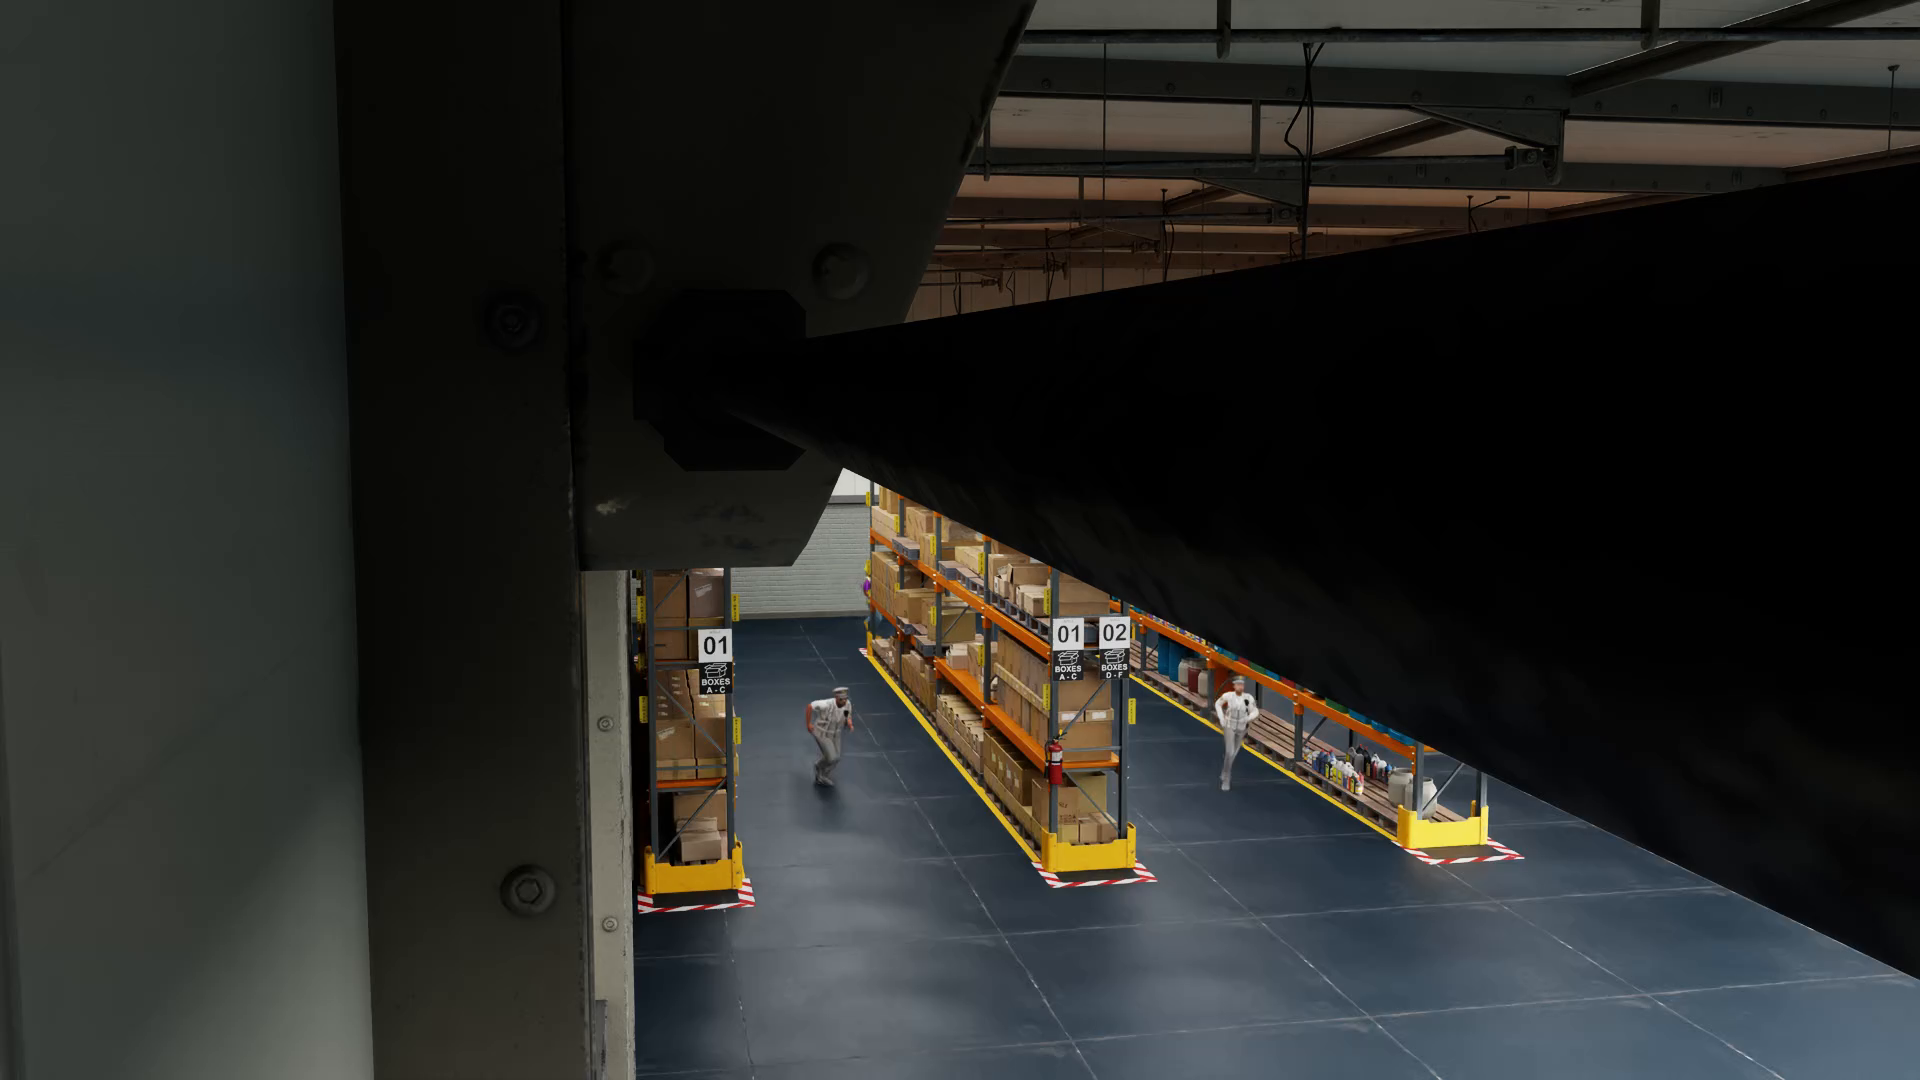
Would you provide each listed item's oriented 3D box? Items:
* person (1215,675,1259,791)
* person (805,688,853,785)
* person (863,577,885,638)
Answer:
[{"bbox_3d":[4.183,2.873,25.139,0.615,1.741,0.729,-1,6,-5],"label":"person"},{"bbox_3d":[-1.954,2.955,24.898,0.694,1.572,0.891,-5,8,-39],"label":"person"},{"bbox_3d":[-2.018,1.443,38.714,0.587,1.720,0.703,2,6,19],"label":"person"}]
